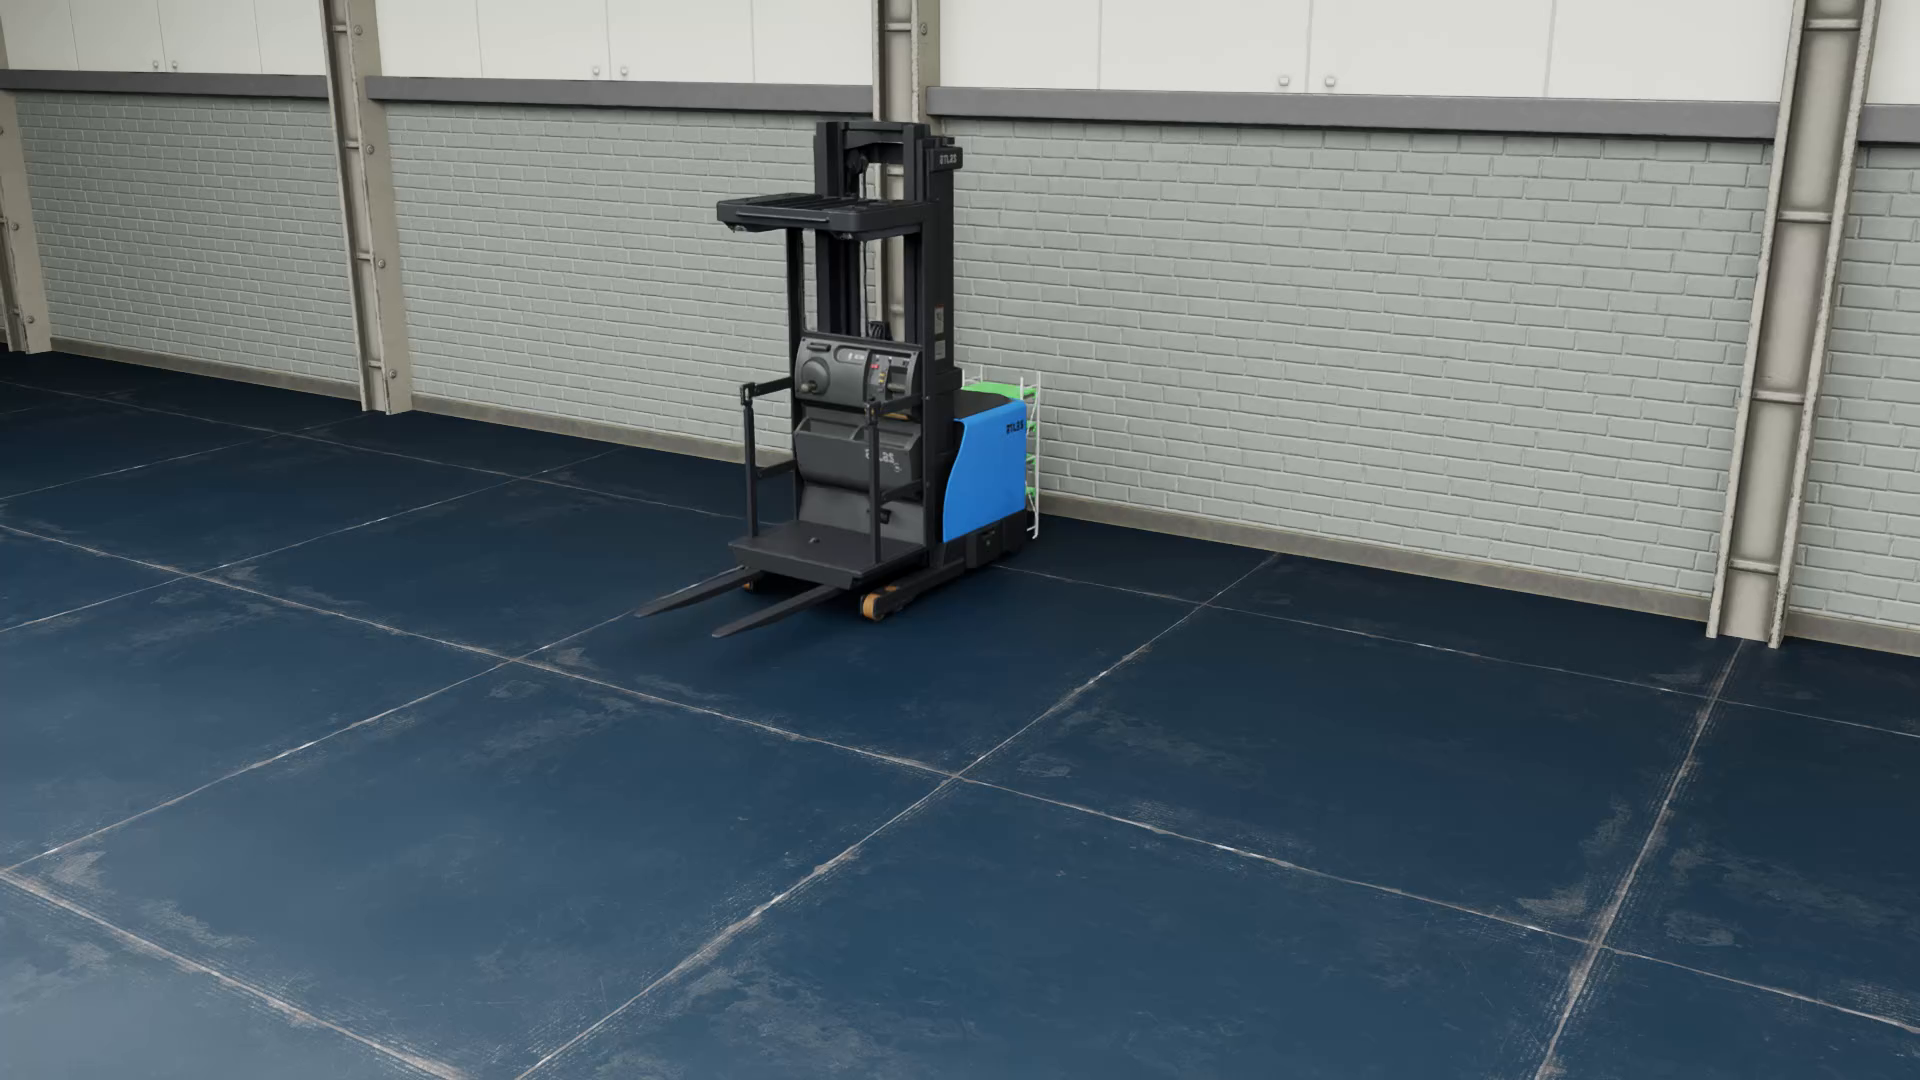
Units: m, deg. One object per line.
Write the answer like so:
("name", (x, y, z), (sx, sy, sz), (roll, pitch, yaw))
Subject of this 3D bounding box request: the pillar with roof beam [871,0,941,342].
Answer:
("pillar with roof beam", (-2.642, -3.581, 8.189), (0.400, 9.000, 9.100), (10, 20, 30))

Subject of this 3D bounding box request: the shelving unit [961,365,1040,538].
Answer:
("shelving unit", (0.284, -0.610, 11.824), (0.503, 1.200, 0.258), (11, 20, 33))

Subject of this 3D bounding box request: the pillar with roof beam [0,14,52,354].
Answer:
("pillar with roof beam", (-12.868, -5.407, 14.198), (0.400, 9.000, 9.100), (10, 20, 30))

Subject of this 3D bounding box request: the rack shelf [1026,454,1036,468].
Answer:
("rack shelf", (0.284, -0.549, 11.843), (0.480, 0.148, 0.258), (11, 20, 33))

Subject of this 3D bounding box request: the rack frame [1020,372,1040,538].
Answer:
("rack frame", (0.486, -0.570, 11.692), (0.015, 1.200, 0.240), (11, 20, 33))

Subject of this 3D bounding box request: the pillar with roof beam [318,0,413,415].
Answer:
("pillar with roof beam", (-7.755, -4.494, 11.193), (0.400, 9.000, 9.100), (10, 20, 30))

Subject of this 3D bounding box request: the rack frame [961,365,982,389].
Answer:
("rack frame", (0.083, -0.650, 11.956), (0.015, 1.200, 0.240), (11, 20, 33))

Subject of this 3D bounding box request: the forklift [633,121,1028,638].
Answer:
("forklift", (-0.776, -1.063, 10.338), (1.130, 2.935, 3.031), (11, 20, 33))

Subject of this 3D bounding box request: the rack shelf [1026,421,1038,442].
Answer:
("rack shelf", (0.285, -0.779, 11.773), (0.480, 0.148, 0.258), (11, 20, 33))

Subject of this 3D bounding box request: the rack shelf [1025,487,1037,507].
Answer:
("rack shelf", (0.284, -0.319, 11.912), (0.480, 0.148, 0.258), (11, 20, 33))

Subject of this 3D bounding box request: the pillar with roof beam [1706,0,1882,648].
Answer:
("pillar with roof beam", (2.470, -2.669, 5.184), (0.400, 9.000, 9.100), (10, 20, 30))

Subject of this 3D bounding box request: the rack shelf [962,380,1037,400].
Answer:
("rack shelf", (0.285, -1.008, 11.704), (0.480, 0.148, 0.258), (11, 20, 33))
